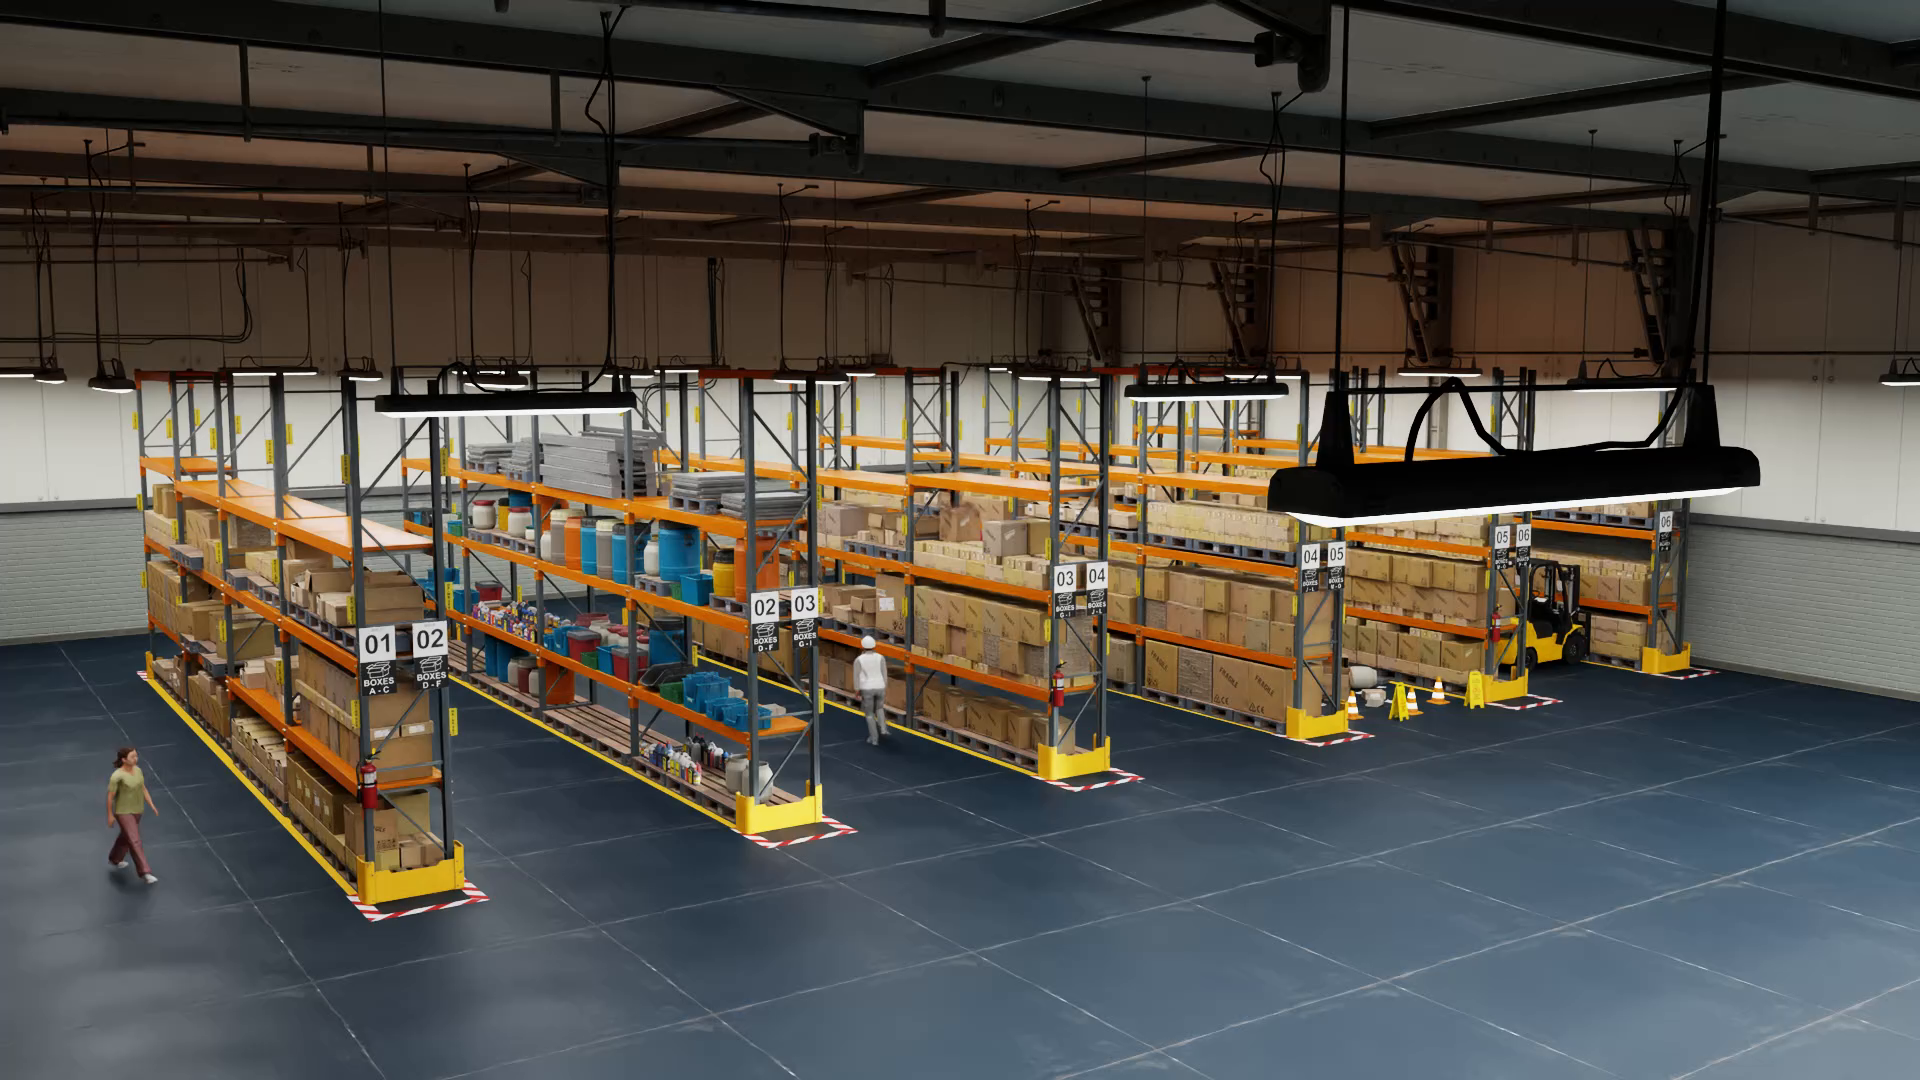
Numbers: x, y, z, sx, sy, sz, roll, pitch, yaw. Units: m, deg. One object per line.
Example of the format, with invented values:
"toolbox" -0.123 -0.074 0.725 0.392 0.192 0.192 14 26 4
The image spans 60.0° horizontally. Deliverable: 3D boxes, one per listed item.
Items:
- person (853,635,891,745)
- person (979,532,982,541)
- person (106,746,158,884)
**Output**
"person" -1.424 2.415 26.898 0.579 1.762 0.478 -3 7 -25
"person" 0.419 0.339 45.589 0.986 1.684 0.525 -5 8 -40
"person" -9.961 3.259 19.971 1.106 1.603 0.519 4 7 29
